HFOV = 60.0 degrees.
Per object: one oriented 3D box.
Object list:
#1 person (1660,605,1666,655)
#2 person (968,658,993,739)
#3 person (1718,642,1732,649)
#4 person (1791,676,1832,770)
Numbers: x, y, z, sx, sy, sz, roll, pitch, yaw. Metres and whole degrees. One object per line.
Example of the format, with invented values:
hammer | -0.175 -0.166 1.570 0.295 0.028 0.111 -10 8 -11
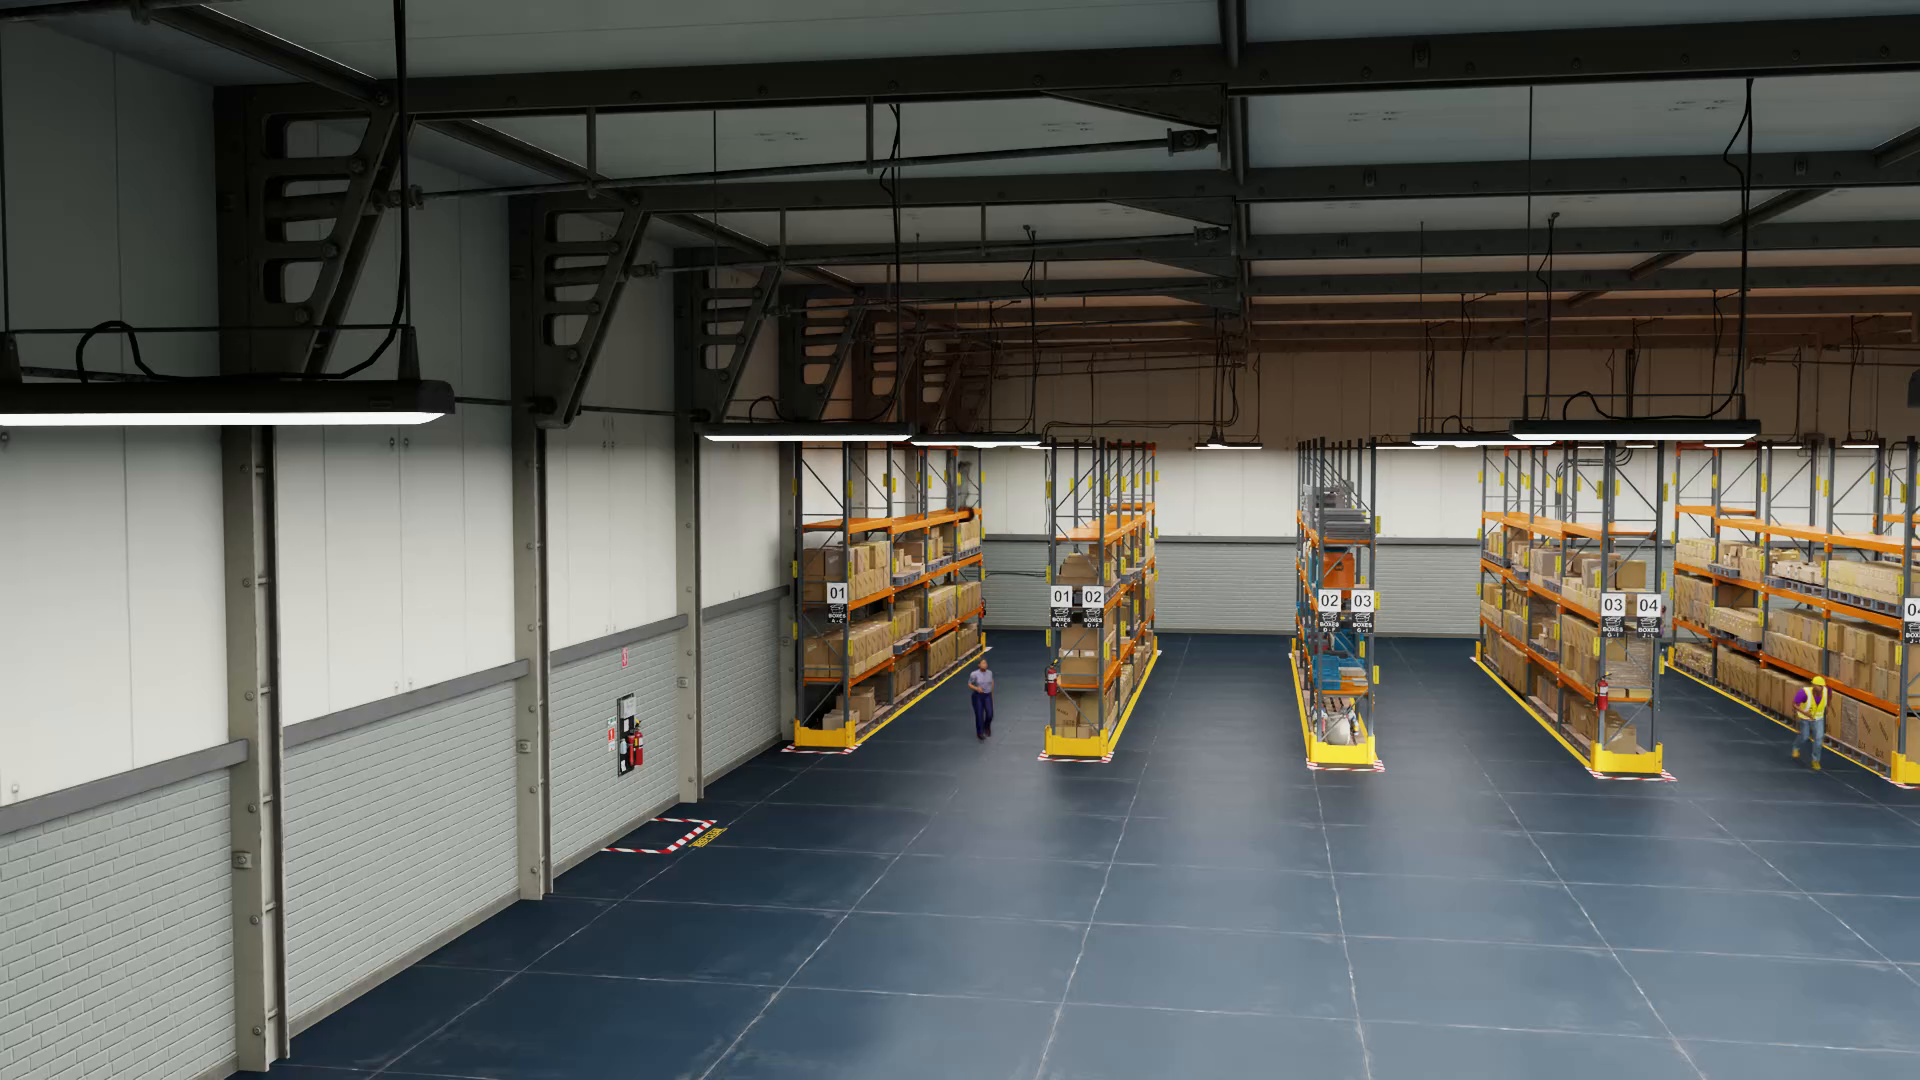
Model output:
person | 19.246 2.538 45.929 0.453 1.488 0.610 1 3 17
person | 0.454 3.163 33.077 0.584 1.613 0.573 -1 3 -18
person | 20.748 2.512 45.149 0.827 1.715 0.583 1 3 18
person | 15.505 3.294 30.366 0.744 1.715 1.057 0 3 0
